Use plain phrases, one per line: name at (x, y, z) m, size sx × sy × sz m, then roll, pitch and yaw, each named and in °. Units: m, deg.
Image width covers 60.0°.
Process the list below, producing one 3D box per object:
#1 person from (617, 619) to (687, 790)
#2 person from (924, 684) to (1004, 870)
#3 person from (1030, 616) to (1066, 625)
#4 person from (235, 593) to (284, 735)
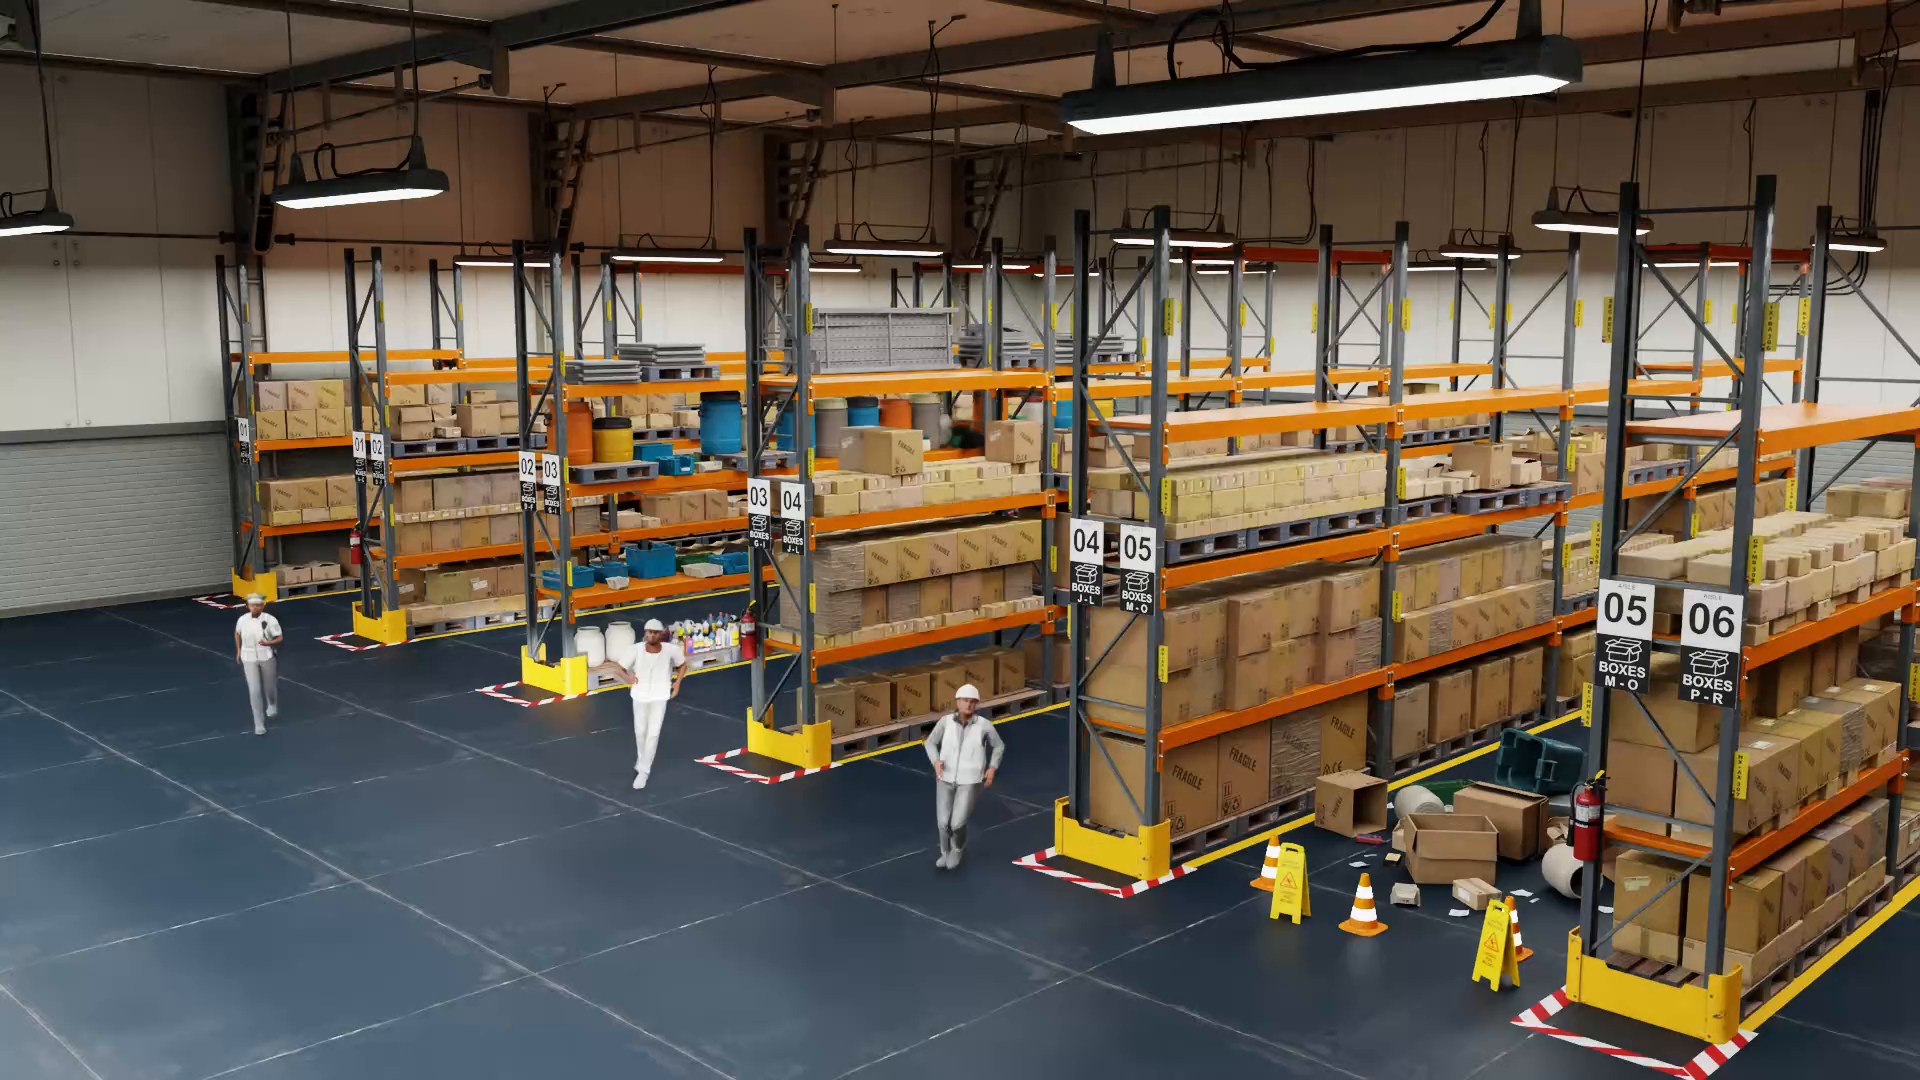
person at (-3.354, 1.727, 18.063) m, size 0.728 × 1.774 × 0.902 m, roll 0°, pitch 8°, yaw -2°
person at (0.019, 2.173, 15.128) m, size 0.715 × 1.729 × 0.574 m, roll 2°, pitch 8°, yaw 12°
person at (1.334, 0.392, 25.351) m, size 0.683 × 1.832 × 0.928 m, roll 6°, pitch 10°, yaw 38°
person at (-8.520, 1.453, 20.241) m, size 0.576 × 1.678 × 0.911 m, roll -2°, pitch 8°, yaw -17°
